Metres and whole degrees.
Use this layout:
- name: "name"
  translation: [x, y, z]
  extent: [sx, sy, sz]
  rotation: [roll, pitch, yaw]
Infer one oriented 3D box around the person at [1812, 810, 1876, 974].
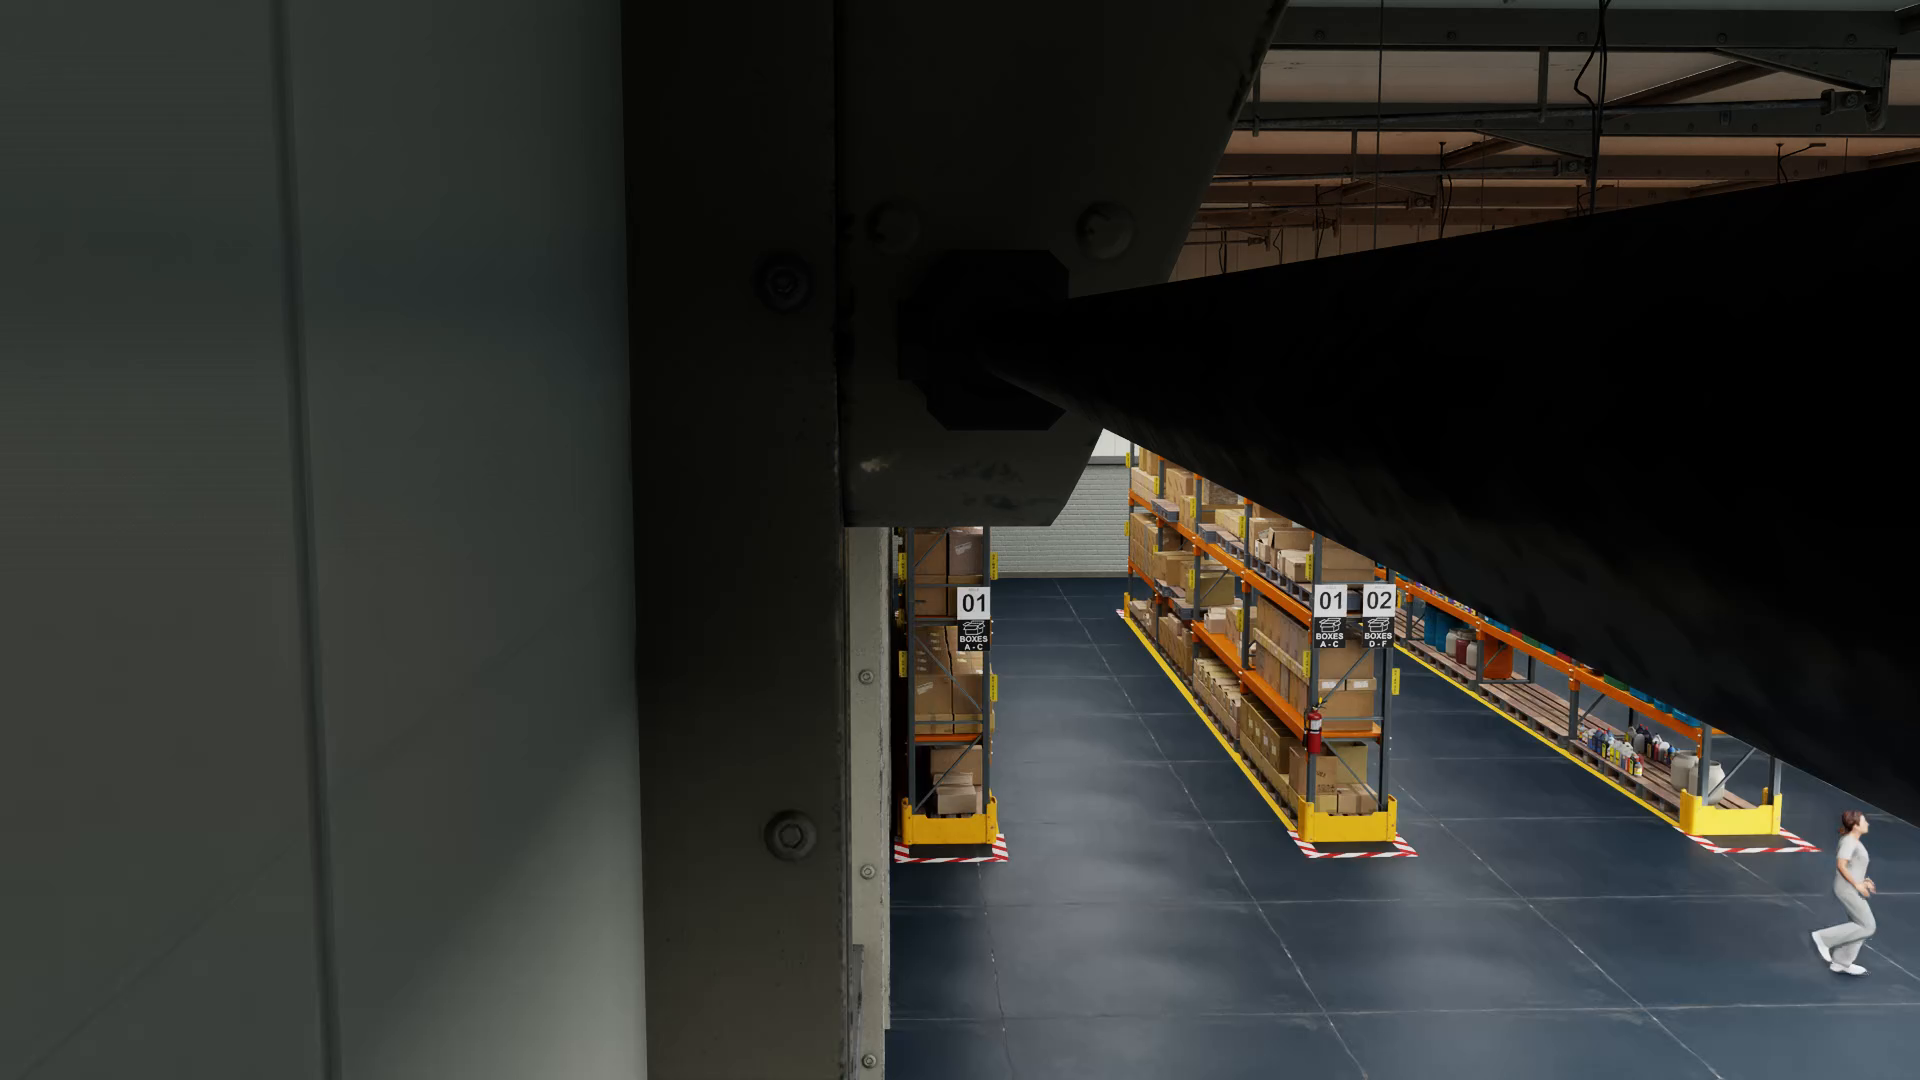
- name: "person"
  translation: [8.748, 3.449, 16.419]
  extent: [0.548, 1.609, 0.583]
  rotation: [4, 8, 26]
